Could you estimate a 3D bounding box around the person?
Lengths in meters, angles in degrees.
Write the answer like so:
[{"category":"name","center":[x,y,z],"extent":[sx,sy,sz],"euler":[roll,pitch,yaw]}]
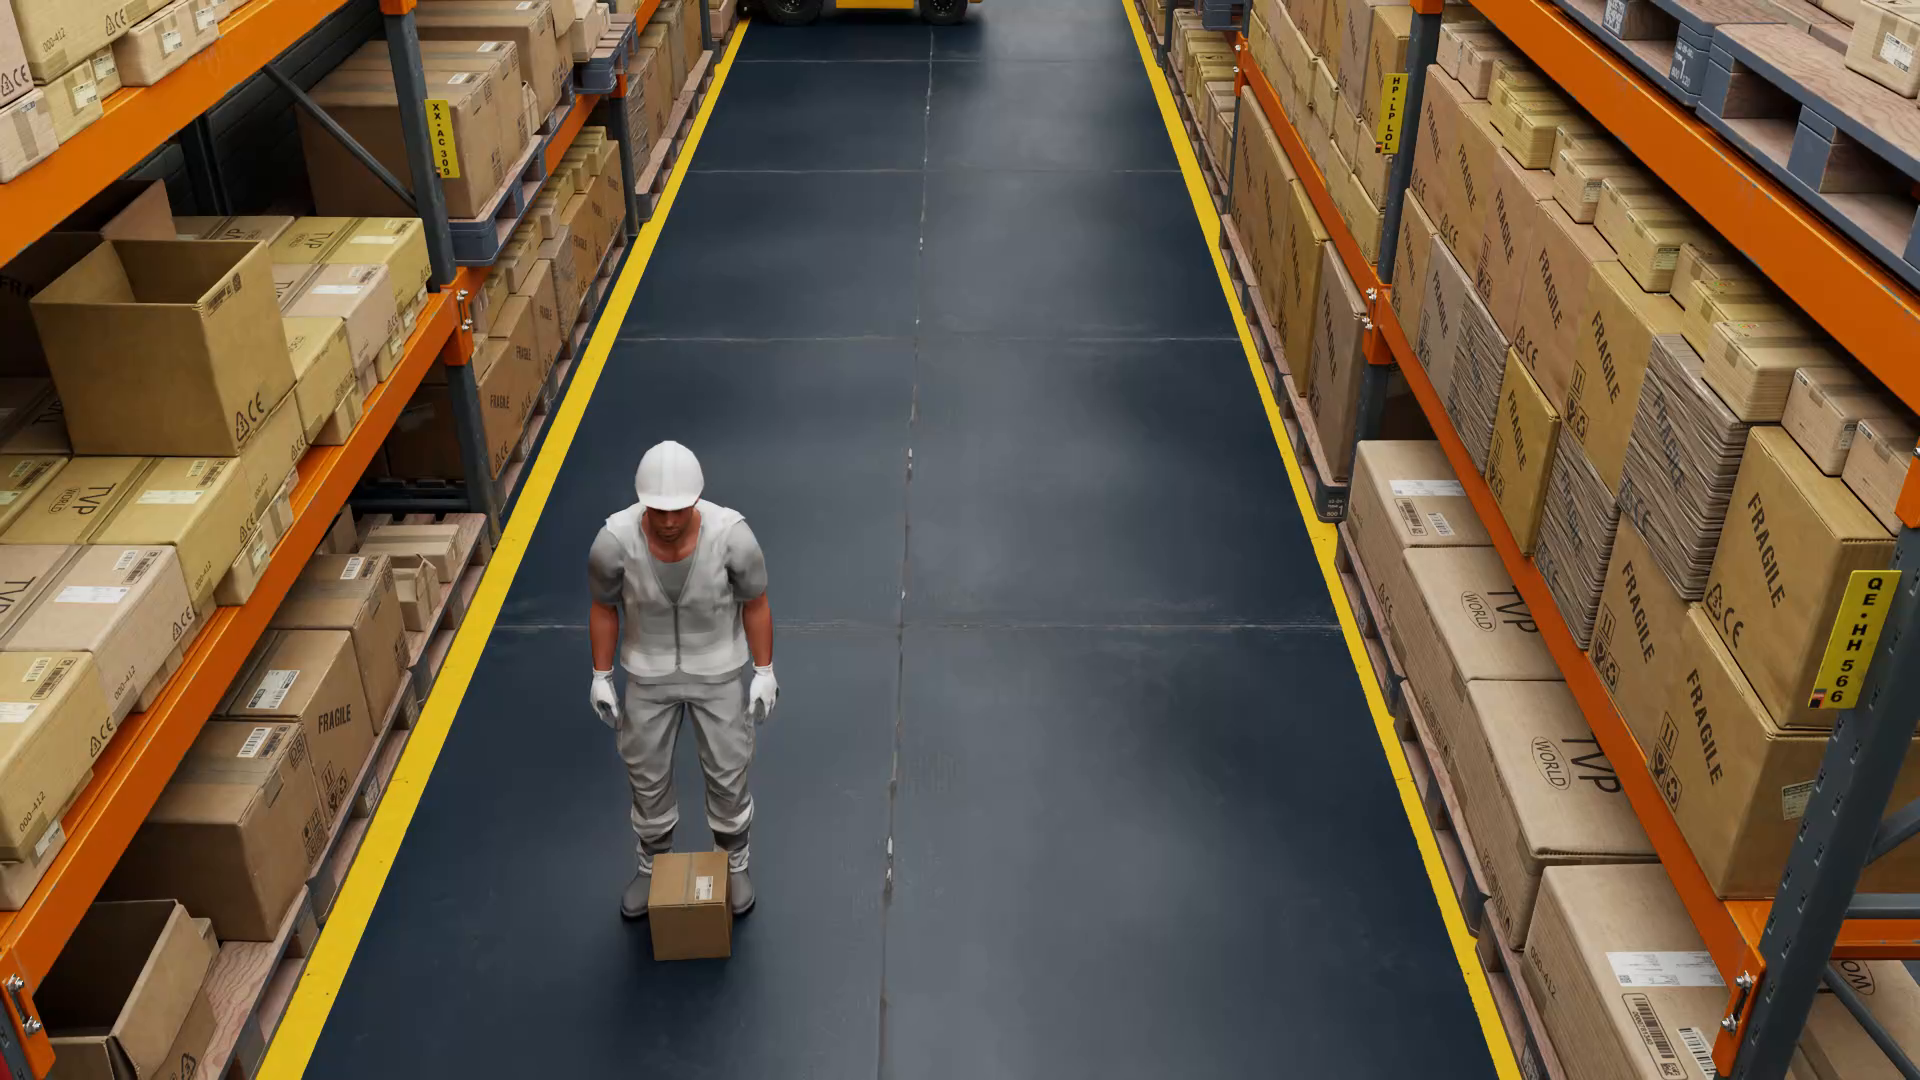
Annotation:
[{"category":"person","center":[-0.892,0.455,5.371],"extent":[0.610,1.777,0.451],"euler":[-2,31,-3]}]
